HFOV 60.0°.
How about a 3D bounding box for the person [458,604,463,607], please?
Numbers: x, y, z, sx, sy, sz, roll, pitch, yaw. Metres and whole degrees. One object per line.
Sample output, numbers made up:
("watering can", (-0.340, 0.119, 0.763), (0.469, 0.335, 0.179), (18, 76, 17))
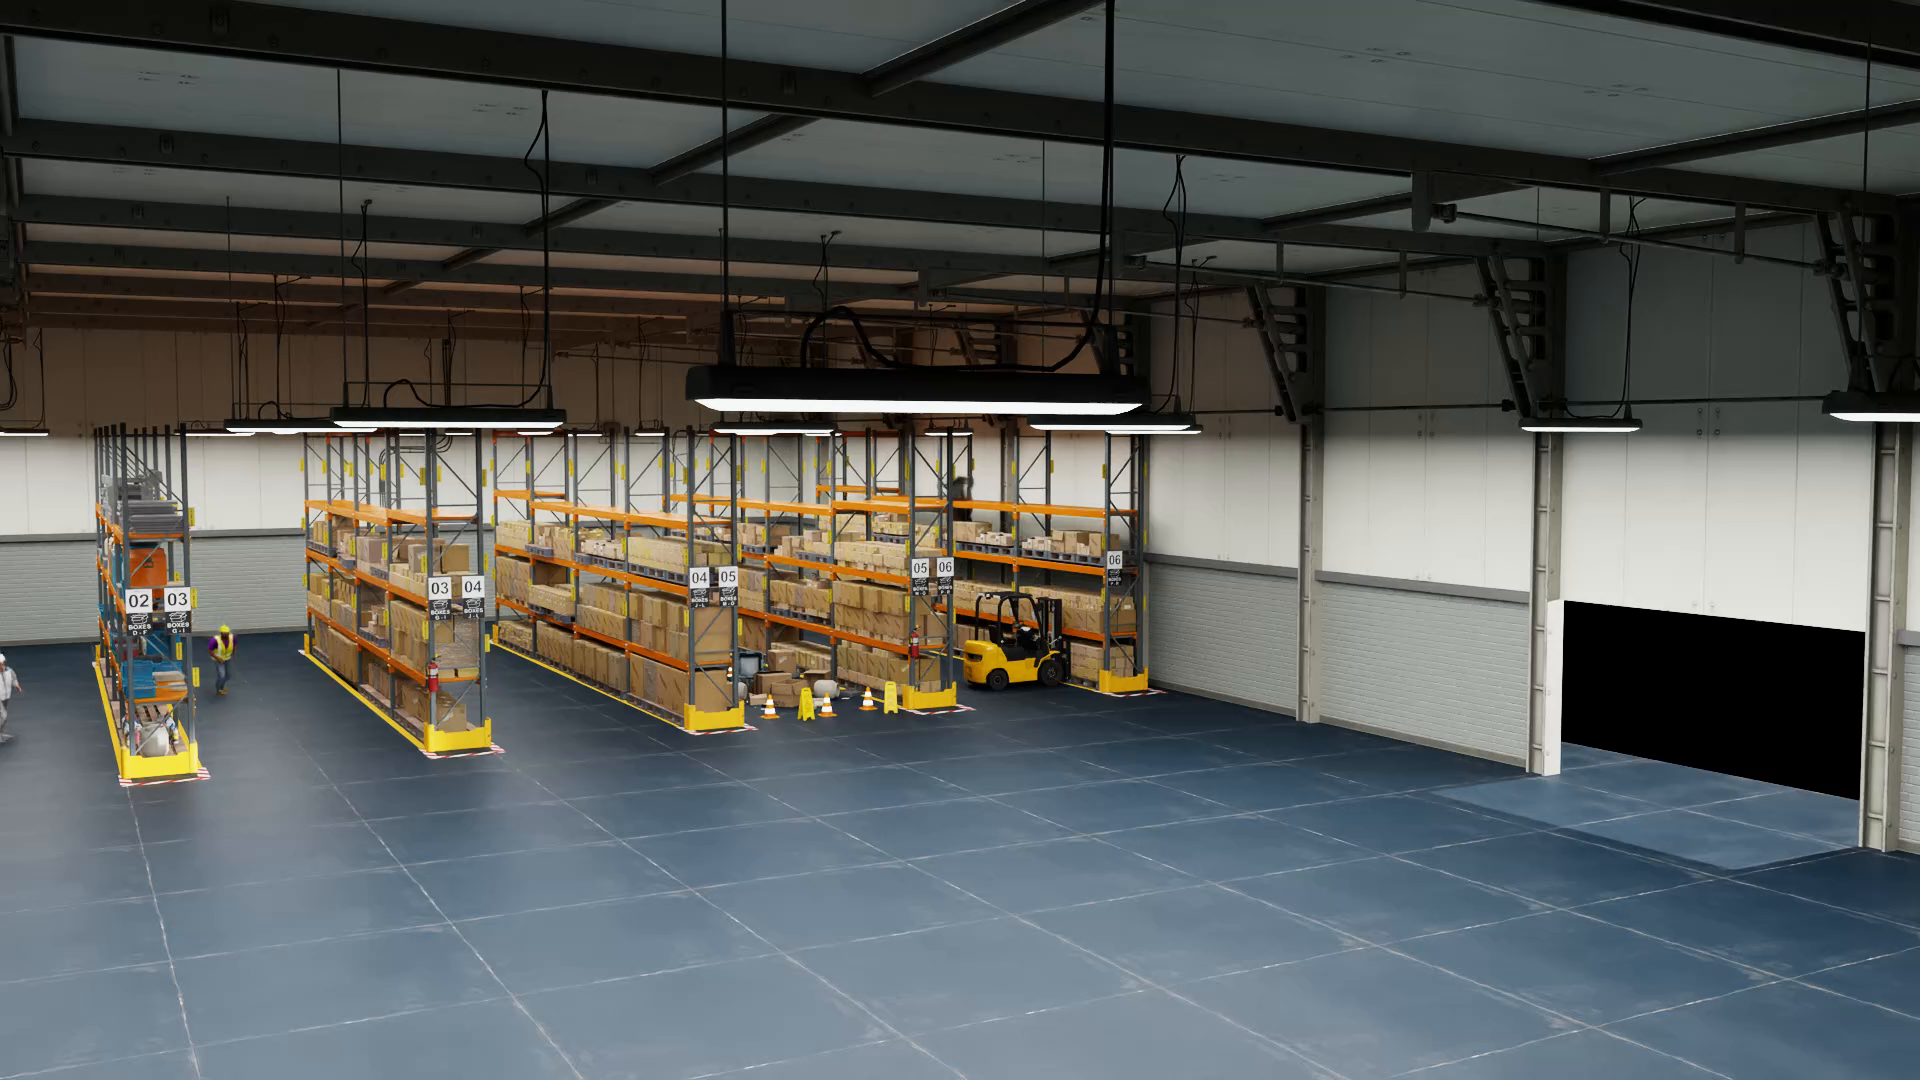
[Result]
("person", (-13.592, 2.187, 45.818), (0.613, 1.615, 0.977), (-2, 4, -34))

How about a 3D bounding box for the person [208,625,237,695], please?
("person", (-16.488, 2.669, 37.126), (0.930, 1.600, 0.673), (2, 4, 35))

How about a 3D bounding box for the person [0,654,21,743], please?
("person", (-18.116, 2.999, 31.453), (0.828, 1.737, 0.653), (1, 4, 14))
